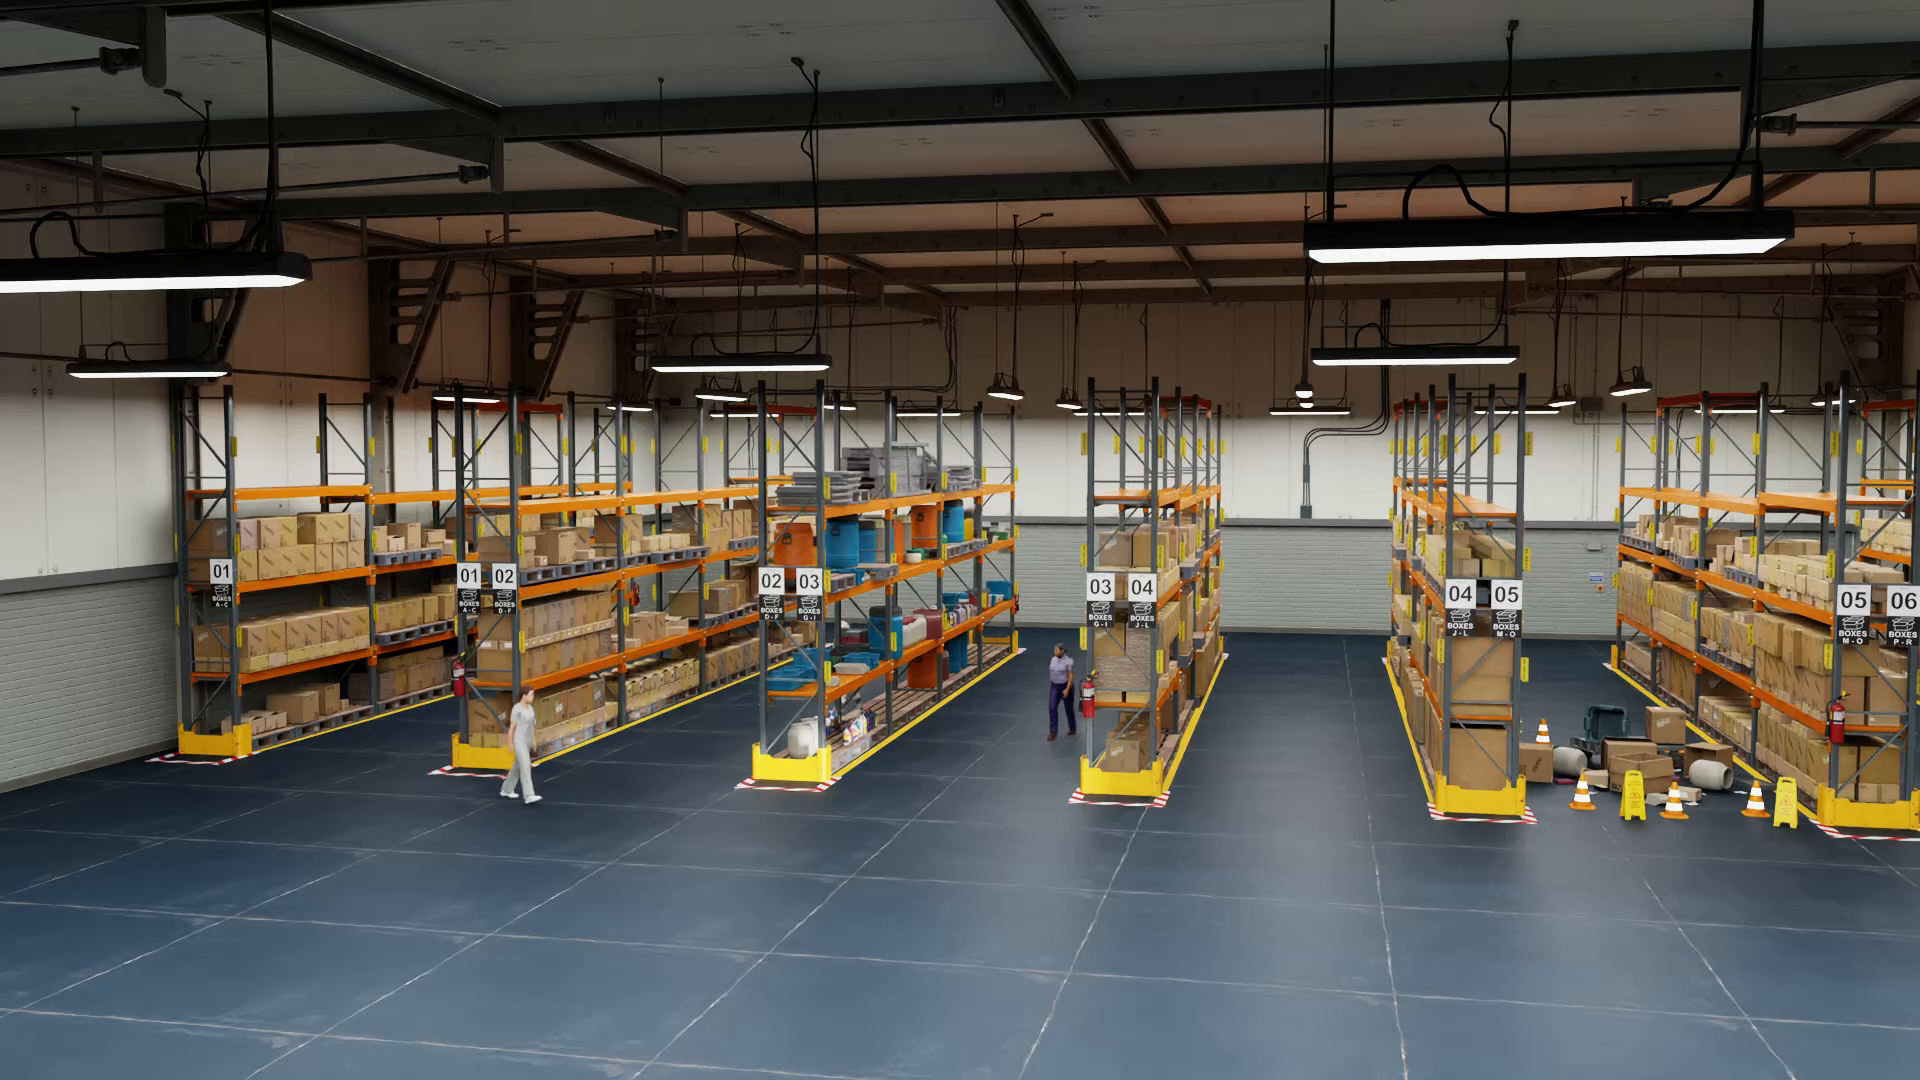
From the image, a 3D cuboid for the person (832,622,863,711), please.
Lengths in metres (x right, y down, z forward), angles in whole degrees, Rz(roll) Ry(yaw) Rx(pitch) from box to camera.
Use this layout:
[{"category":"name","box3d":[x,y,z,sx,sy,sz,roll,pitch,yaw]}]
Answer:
[{"category":"person","box3d":[-2.179,2.379,30.898,1.060,1.723,0.553,-2,4,-38]}]

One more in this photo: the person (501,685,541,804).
[{"category":"person","box3d":[-6.198,2.885,23.545,0.838,1.623,0.521,1,3,17]}]

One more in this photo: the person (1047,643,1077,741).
[{"category":"person","box3d":[1.733,2.598,28.594,0.508,1.635,0.799,2,4,29]}]
